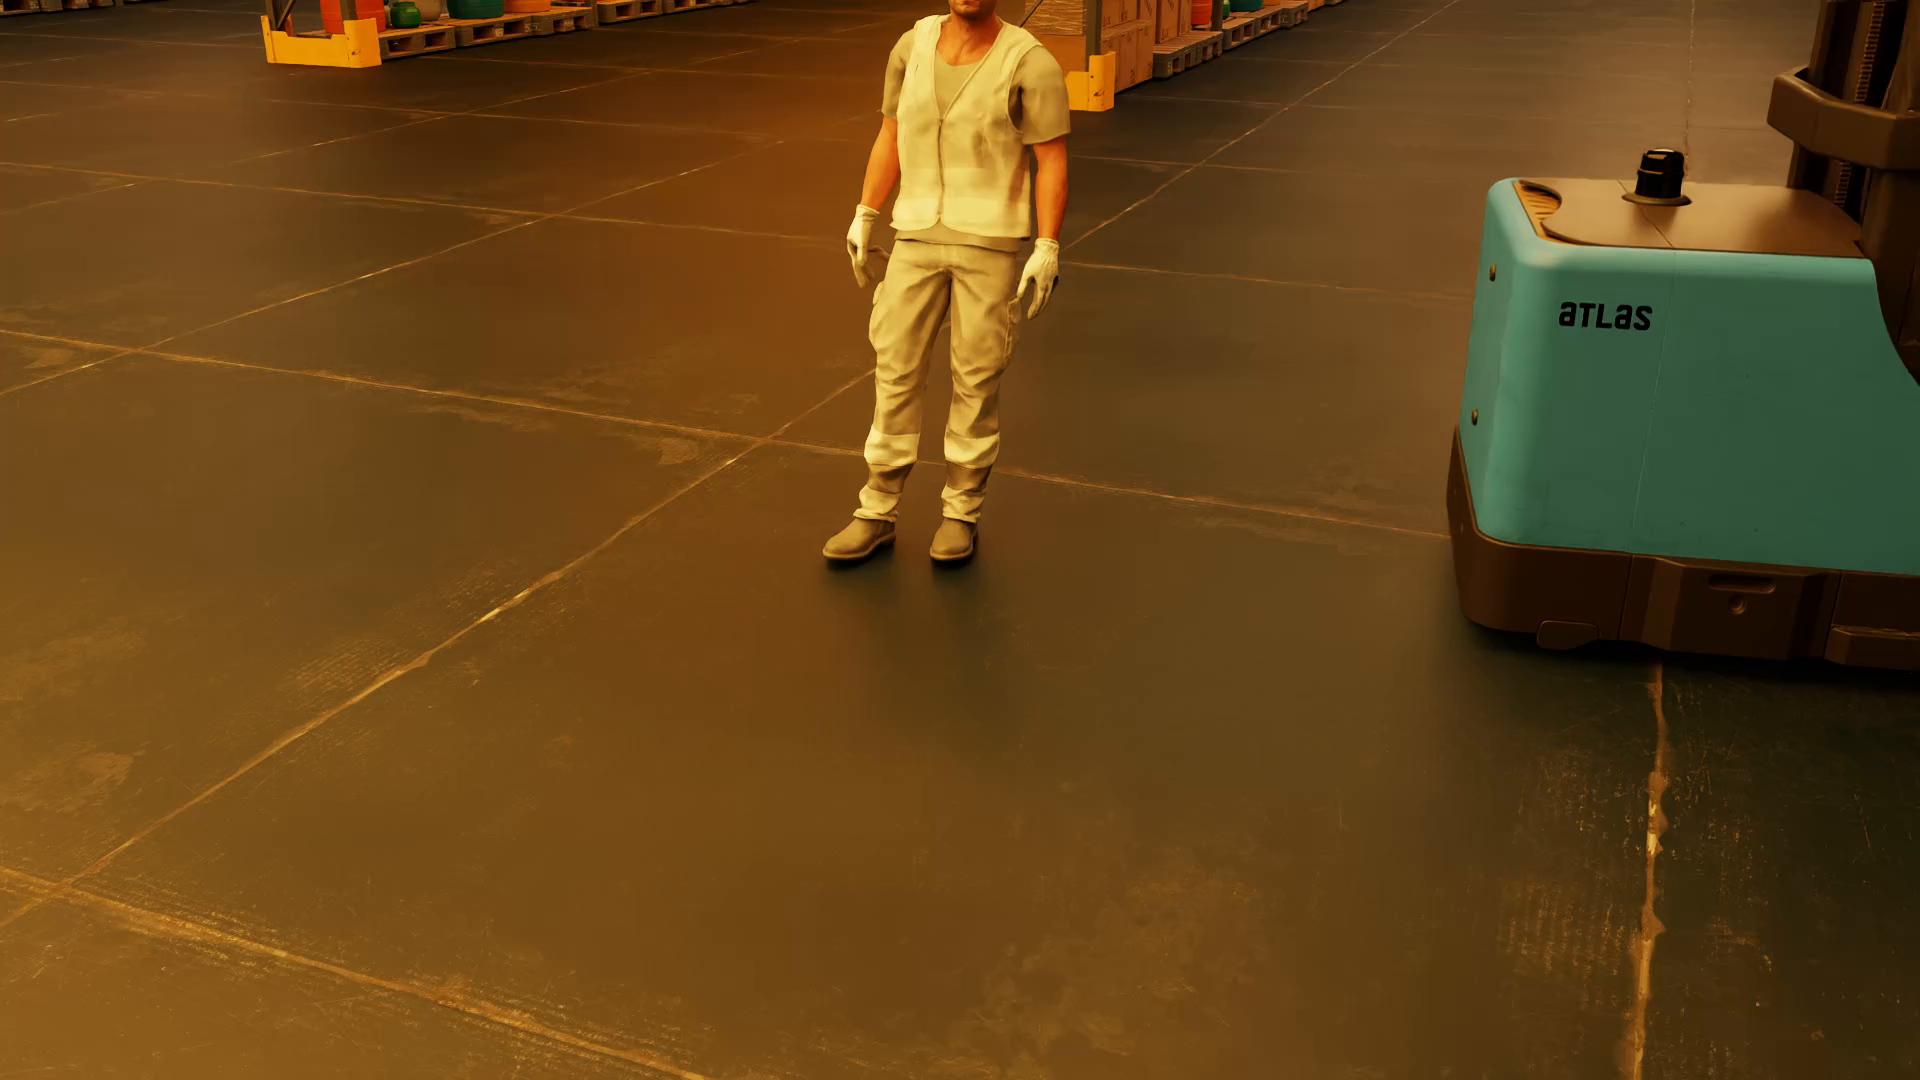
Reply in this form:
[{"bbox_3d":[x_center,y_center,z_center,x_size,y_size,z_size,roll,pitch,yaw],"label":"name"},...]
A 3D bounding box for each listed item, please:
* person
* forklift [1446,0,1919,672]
[{"bbox_3d":[-0.042,-0.805,4.680,0.636,1.789,0.562,9,24,21],"label":"person"},{"bbox_3d":[2.915,-1.132,4.000,3.031,2.935,1.130,5,23,11],"label":"forklift"}]
